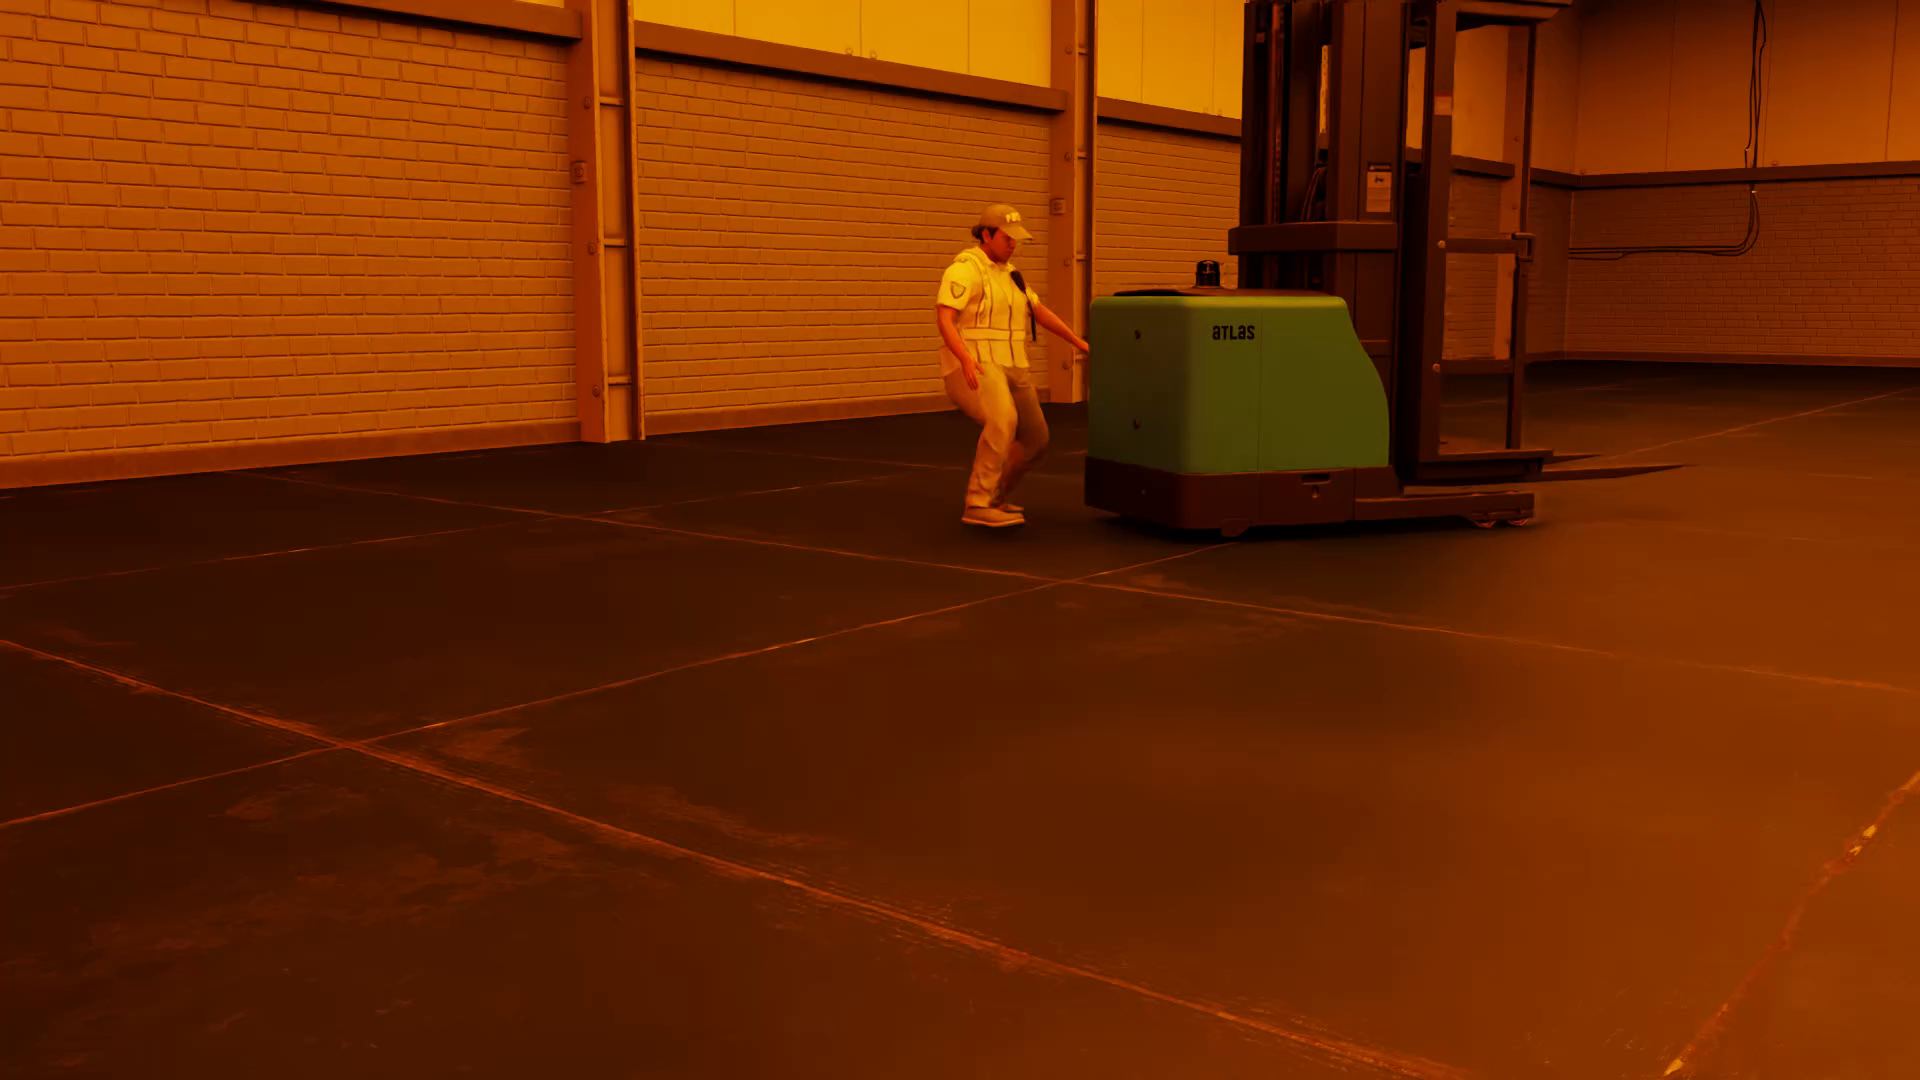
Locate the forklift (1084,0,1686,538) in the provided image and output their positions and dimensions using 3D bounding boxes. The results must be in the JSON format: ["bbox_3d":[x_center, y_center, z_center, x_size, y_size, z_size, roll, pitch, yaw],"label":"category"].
[{"bbox_3d":[2.173,-1.572,8.028,3.031,2.935,1.130,-3,9,-22],"label":"forklift"}]

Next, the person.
[{"bbox_3d":[0.210,-0.812,7.916,0.779,1.536,0.928,7,11,39],"label":"person"}]
